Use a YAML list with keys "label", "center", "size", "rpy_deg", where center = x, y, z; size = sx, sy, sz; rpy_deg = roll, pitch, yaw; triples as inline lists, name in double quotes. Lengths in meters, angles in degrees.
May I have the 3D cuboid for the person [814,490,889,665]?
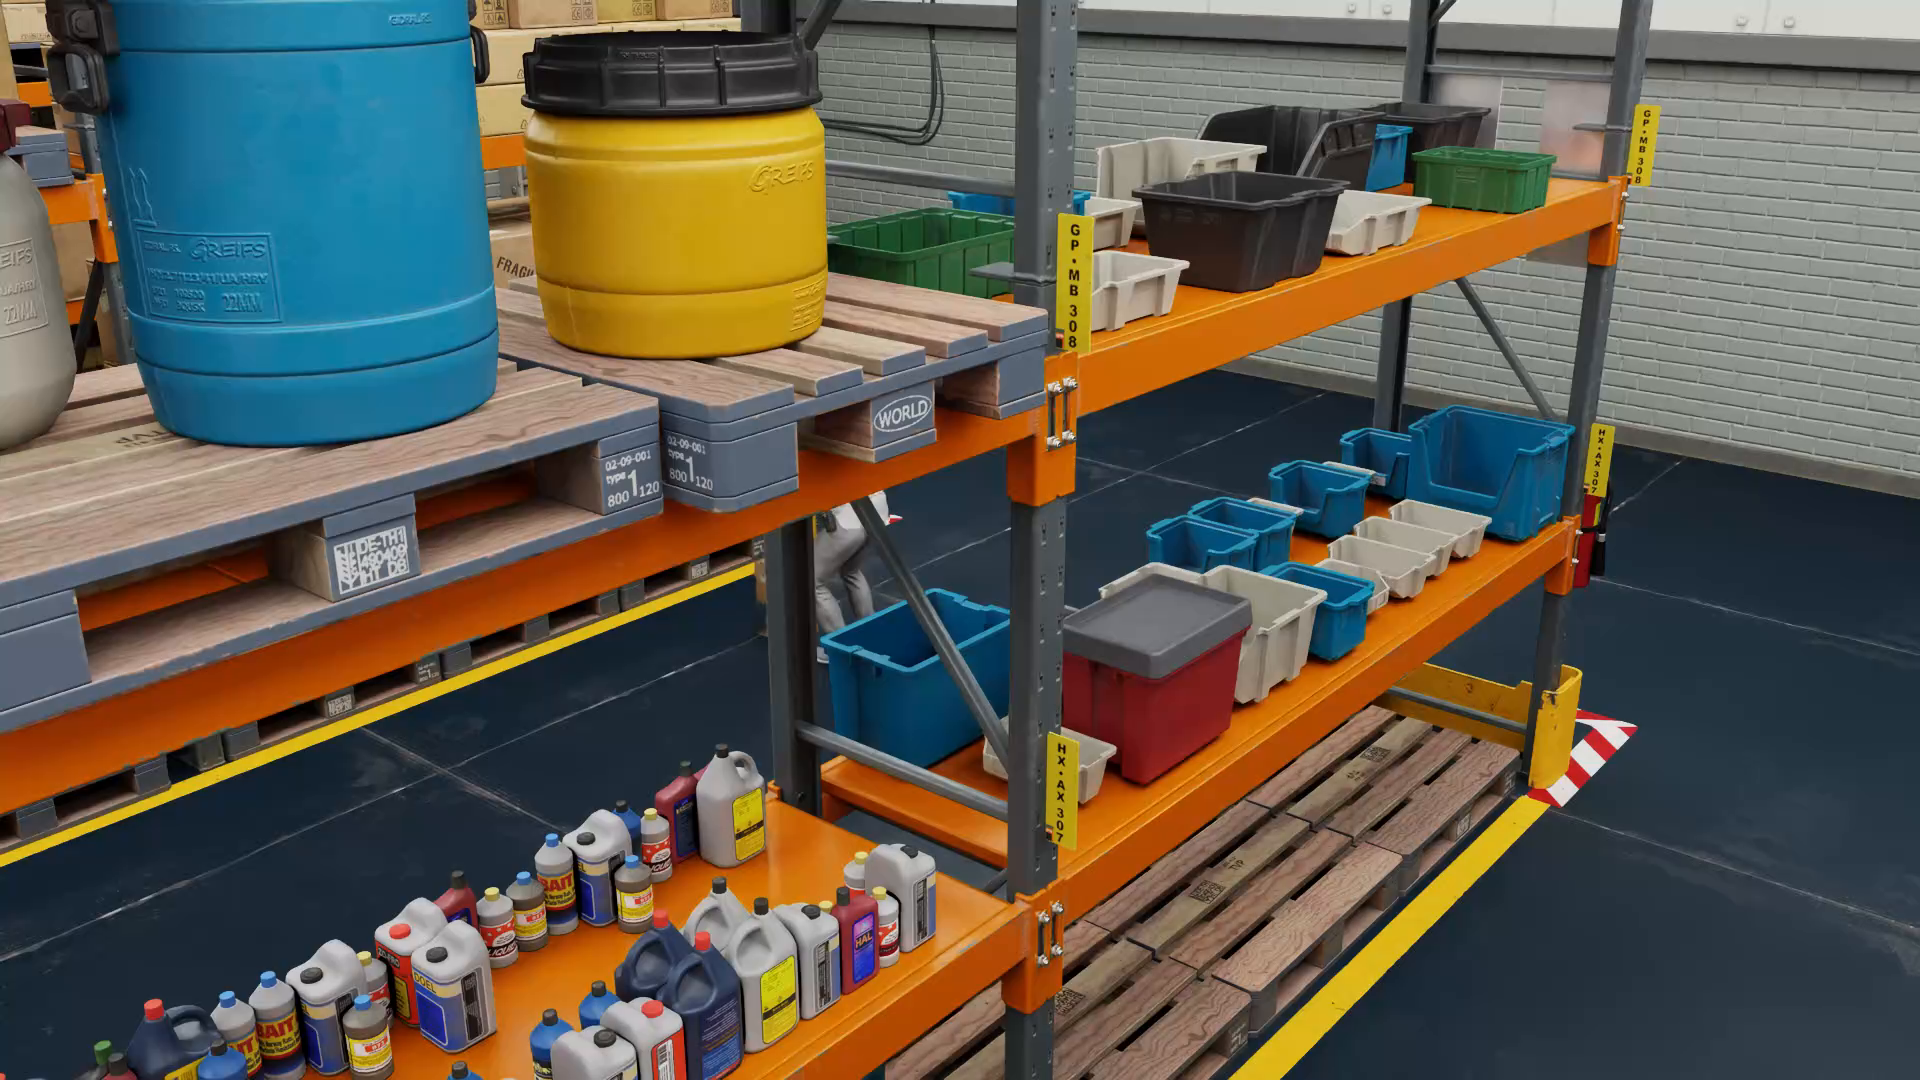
- label: "person"
  center: [-0.664, -0.090, 8.966]
  size: [0.526, 1.576, 0.516]
  rpy_deg: [17, 26, 38]
